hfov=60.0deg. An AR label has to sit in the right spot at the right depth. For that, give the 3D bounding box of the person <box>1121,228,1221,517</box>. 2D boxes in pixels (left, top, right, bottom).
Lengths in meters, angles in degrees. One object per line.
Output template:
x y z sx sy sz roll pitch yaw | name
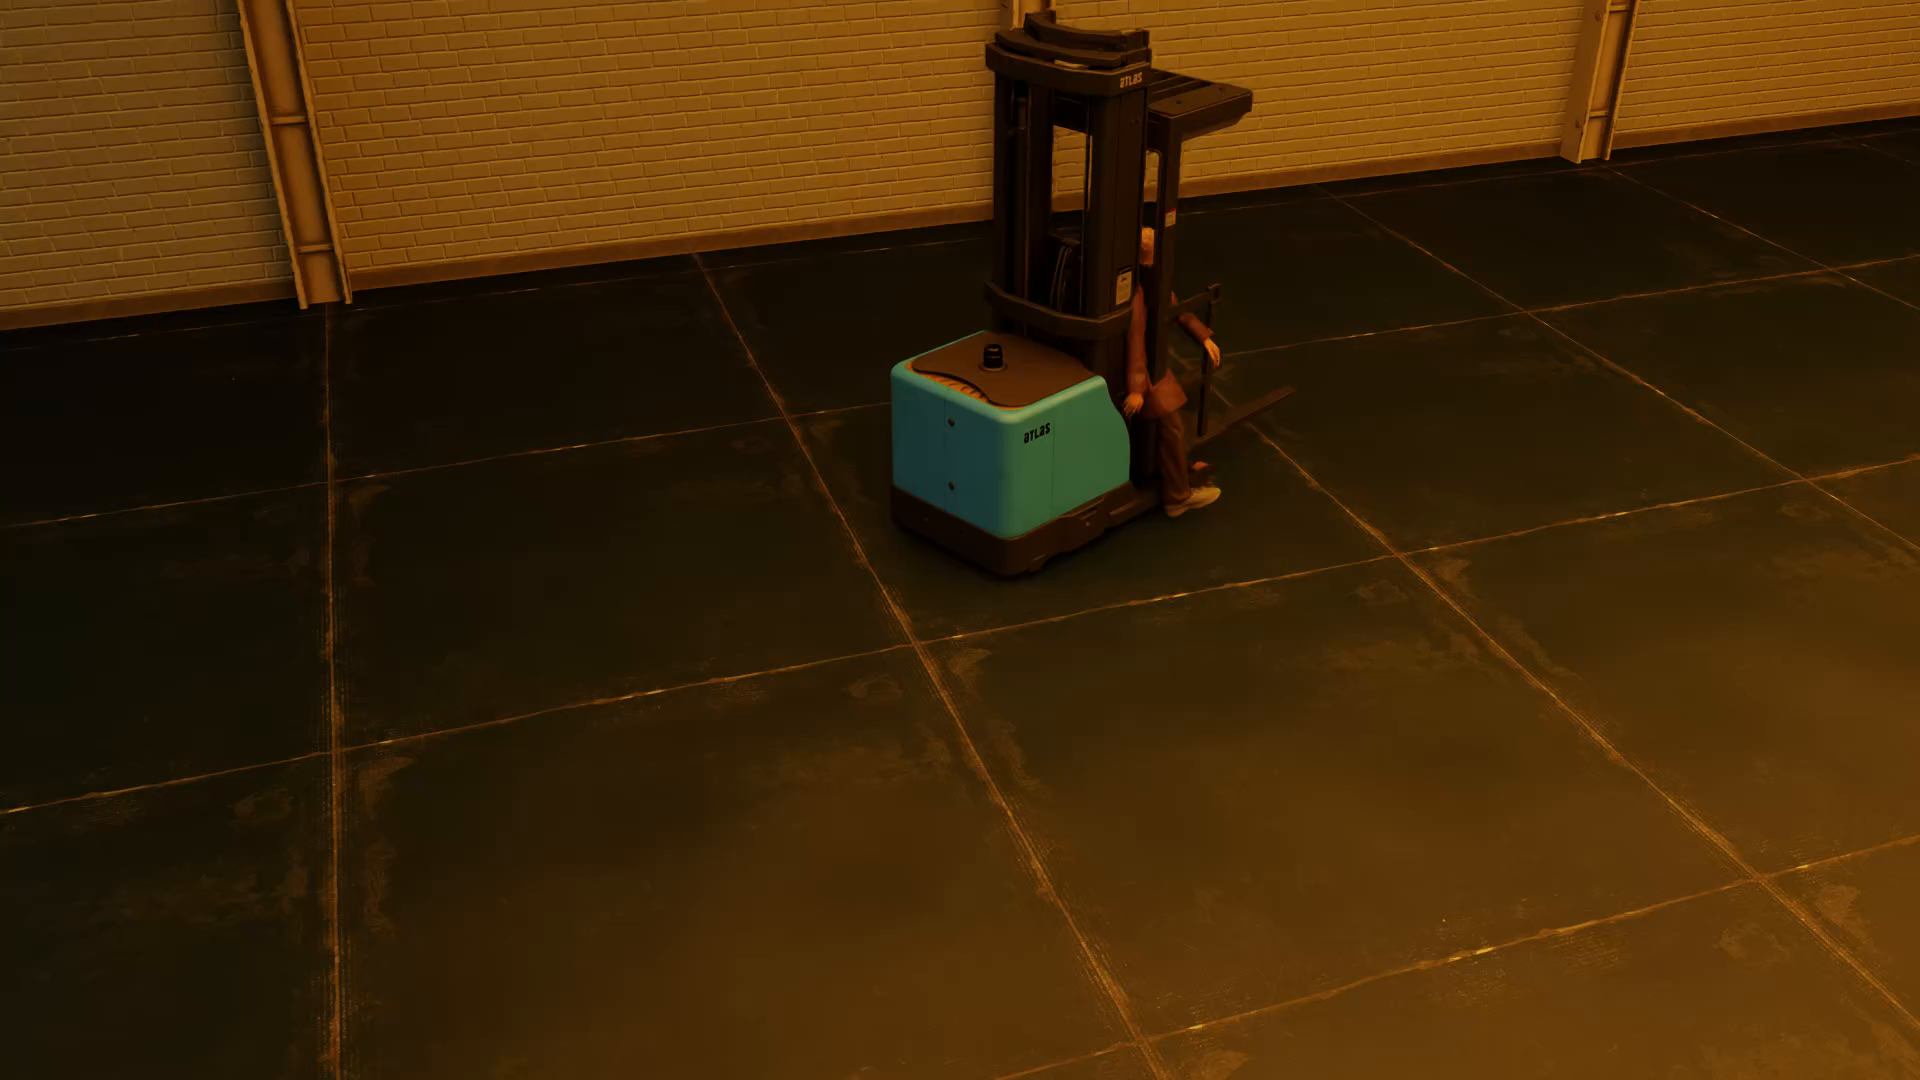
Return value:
1.142 -0.985 9.966 0.921 1.747 0.744 2 30 3 | person

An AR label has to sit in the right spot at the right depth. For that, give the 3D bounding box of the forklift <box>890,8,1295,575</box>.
0.983 -1.698 10.038 3.031 2.935 1.130 -26 39 -38 | forklift
